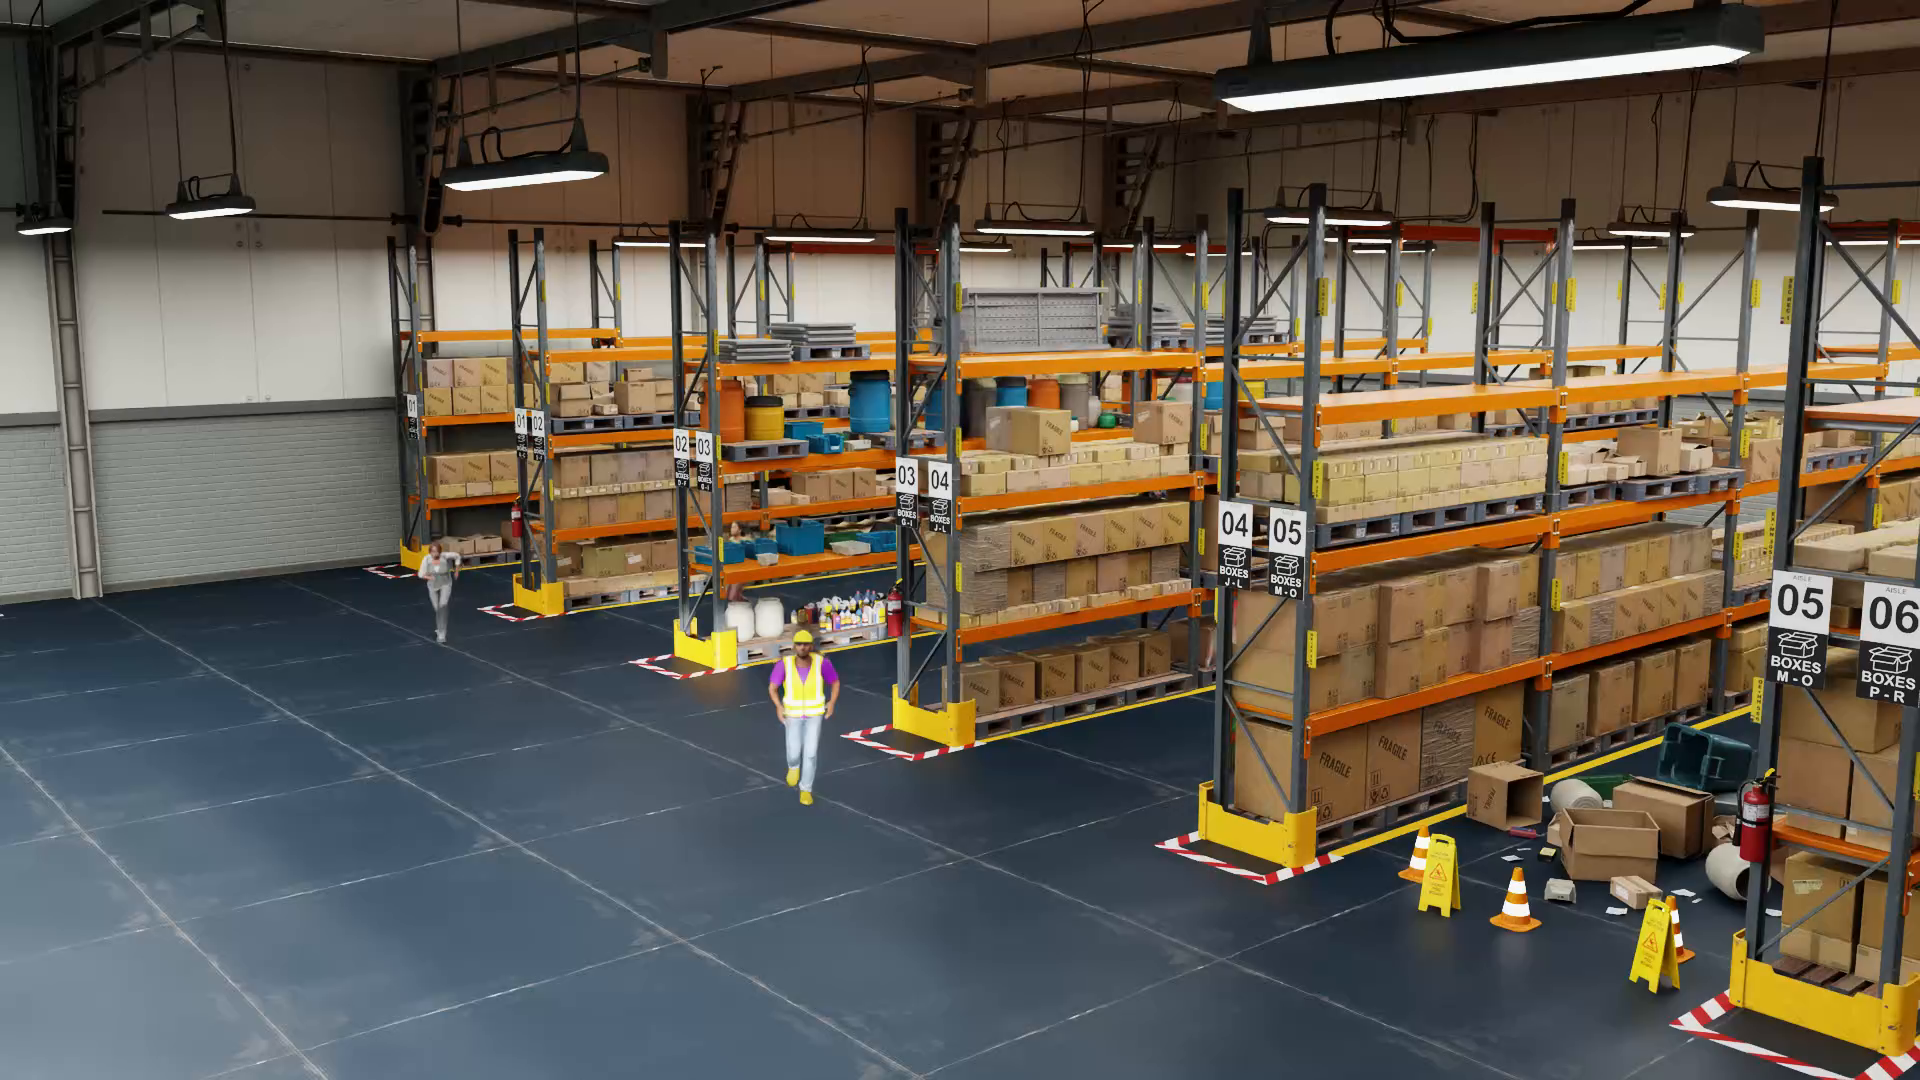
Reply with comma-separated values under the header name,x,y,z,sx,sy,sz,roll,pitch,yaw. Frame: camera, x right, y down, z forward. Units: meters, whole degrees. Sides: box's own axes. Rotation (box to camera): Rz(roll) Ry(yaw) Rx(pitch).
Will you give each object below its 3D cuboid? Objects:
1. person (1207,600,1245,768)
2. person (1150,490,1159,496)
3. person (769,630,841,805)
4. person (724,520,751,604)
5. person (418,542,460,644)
name,x,y,z,sx,sy,sz,roll,pitch,yaw
person,2.963,1.530,17.890,0.654,1.776,0.985,5,10,31
person,3.701,-0.630,32.551,0.859,1.654,0.625,-8,12,-43
person,-1.563,1.750,16.793,0.723,1.743,0.635,-1,9,-6
person,-3.336,0.496,25.227,0.566,1.624,0.546,6,11,36
person,-7.564,0.743,24.226,0.578,1.511,0.915,-2,9,-13
